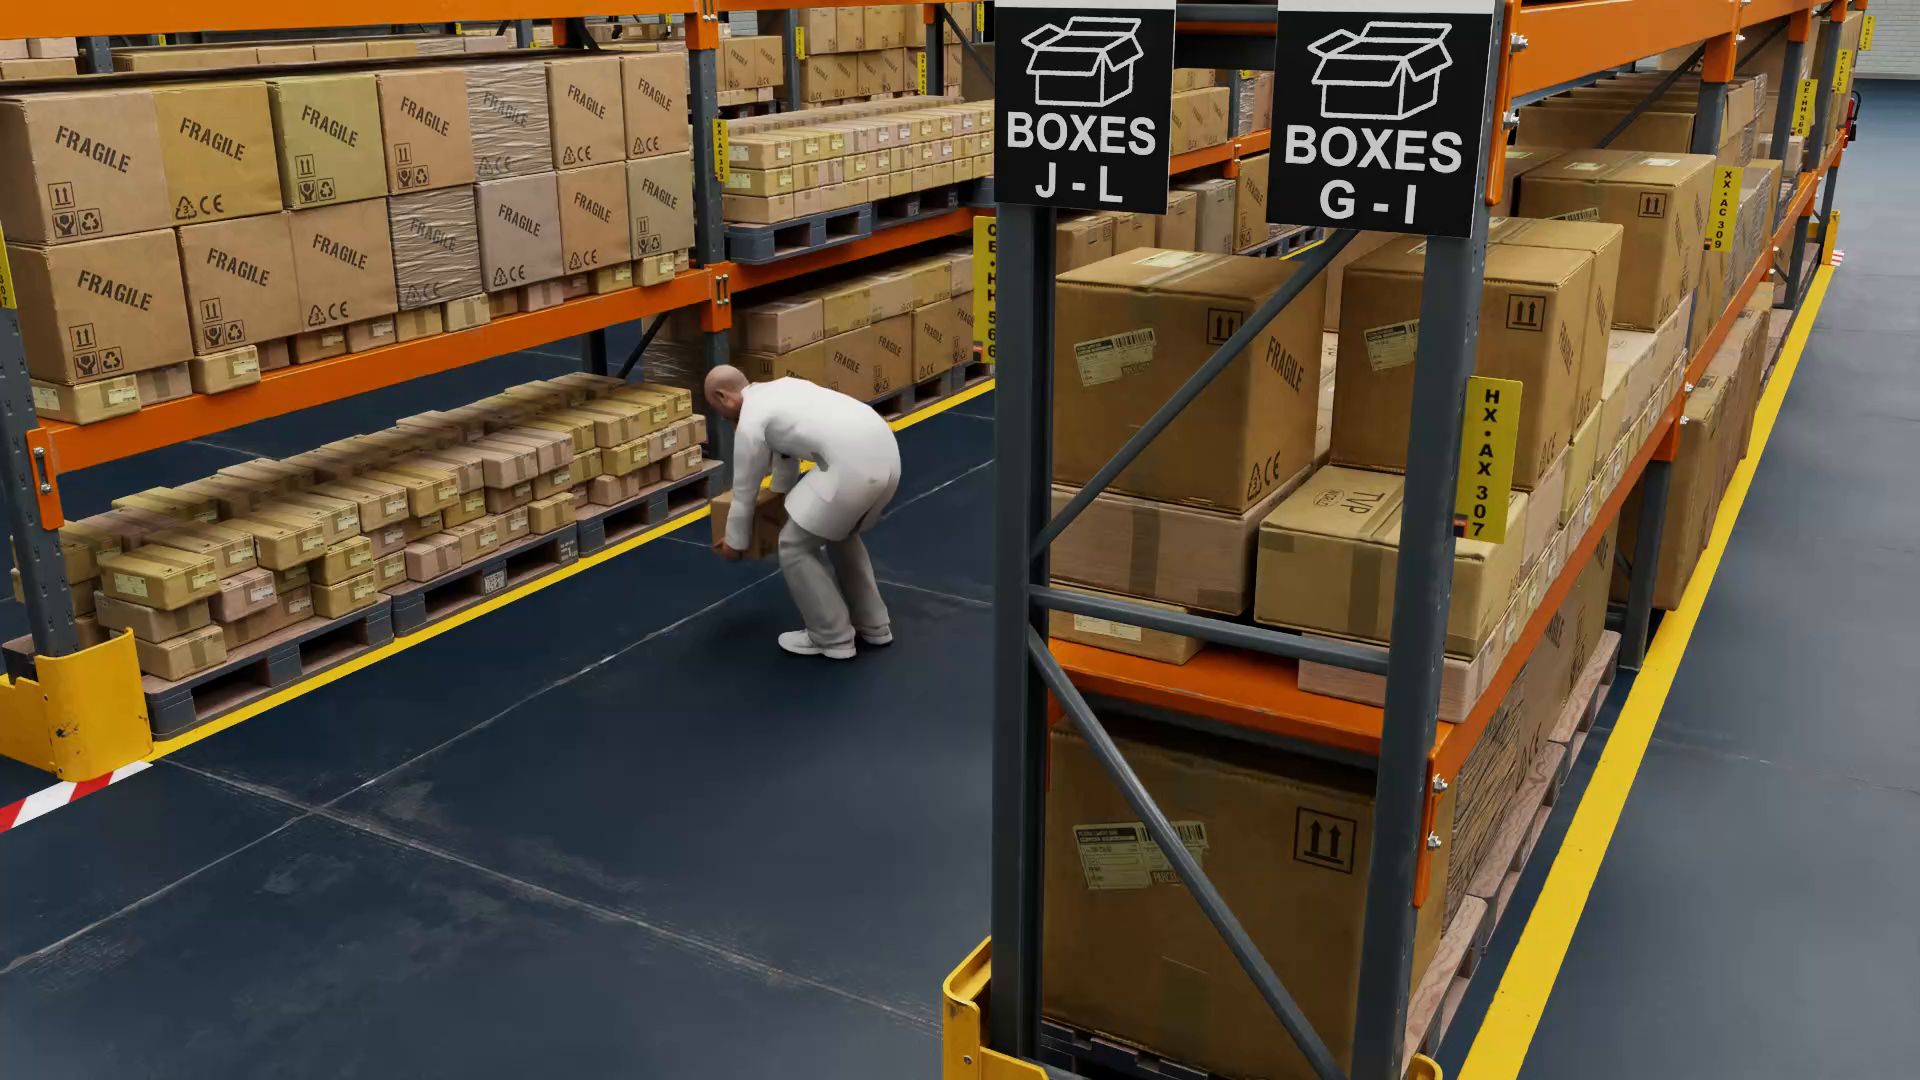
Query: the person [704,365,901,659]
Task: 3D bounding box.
[{"bbox_3d":[-0.695,-0.134,7.311,0.922,1.231,0.568,9,21,25],"label":"person"}]
